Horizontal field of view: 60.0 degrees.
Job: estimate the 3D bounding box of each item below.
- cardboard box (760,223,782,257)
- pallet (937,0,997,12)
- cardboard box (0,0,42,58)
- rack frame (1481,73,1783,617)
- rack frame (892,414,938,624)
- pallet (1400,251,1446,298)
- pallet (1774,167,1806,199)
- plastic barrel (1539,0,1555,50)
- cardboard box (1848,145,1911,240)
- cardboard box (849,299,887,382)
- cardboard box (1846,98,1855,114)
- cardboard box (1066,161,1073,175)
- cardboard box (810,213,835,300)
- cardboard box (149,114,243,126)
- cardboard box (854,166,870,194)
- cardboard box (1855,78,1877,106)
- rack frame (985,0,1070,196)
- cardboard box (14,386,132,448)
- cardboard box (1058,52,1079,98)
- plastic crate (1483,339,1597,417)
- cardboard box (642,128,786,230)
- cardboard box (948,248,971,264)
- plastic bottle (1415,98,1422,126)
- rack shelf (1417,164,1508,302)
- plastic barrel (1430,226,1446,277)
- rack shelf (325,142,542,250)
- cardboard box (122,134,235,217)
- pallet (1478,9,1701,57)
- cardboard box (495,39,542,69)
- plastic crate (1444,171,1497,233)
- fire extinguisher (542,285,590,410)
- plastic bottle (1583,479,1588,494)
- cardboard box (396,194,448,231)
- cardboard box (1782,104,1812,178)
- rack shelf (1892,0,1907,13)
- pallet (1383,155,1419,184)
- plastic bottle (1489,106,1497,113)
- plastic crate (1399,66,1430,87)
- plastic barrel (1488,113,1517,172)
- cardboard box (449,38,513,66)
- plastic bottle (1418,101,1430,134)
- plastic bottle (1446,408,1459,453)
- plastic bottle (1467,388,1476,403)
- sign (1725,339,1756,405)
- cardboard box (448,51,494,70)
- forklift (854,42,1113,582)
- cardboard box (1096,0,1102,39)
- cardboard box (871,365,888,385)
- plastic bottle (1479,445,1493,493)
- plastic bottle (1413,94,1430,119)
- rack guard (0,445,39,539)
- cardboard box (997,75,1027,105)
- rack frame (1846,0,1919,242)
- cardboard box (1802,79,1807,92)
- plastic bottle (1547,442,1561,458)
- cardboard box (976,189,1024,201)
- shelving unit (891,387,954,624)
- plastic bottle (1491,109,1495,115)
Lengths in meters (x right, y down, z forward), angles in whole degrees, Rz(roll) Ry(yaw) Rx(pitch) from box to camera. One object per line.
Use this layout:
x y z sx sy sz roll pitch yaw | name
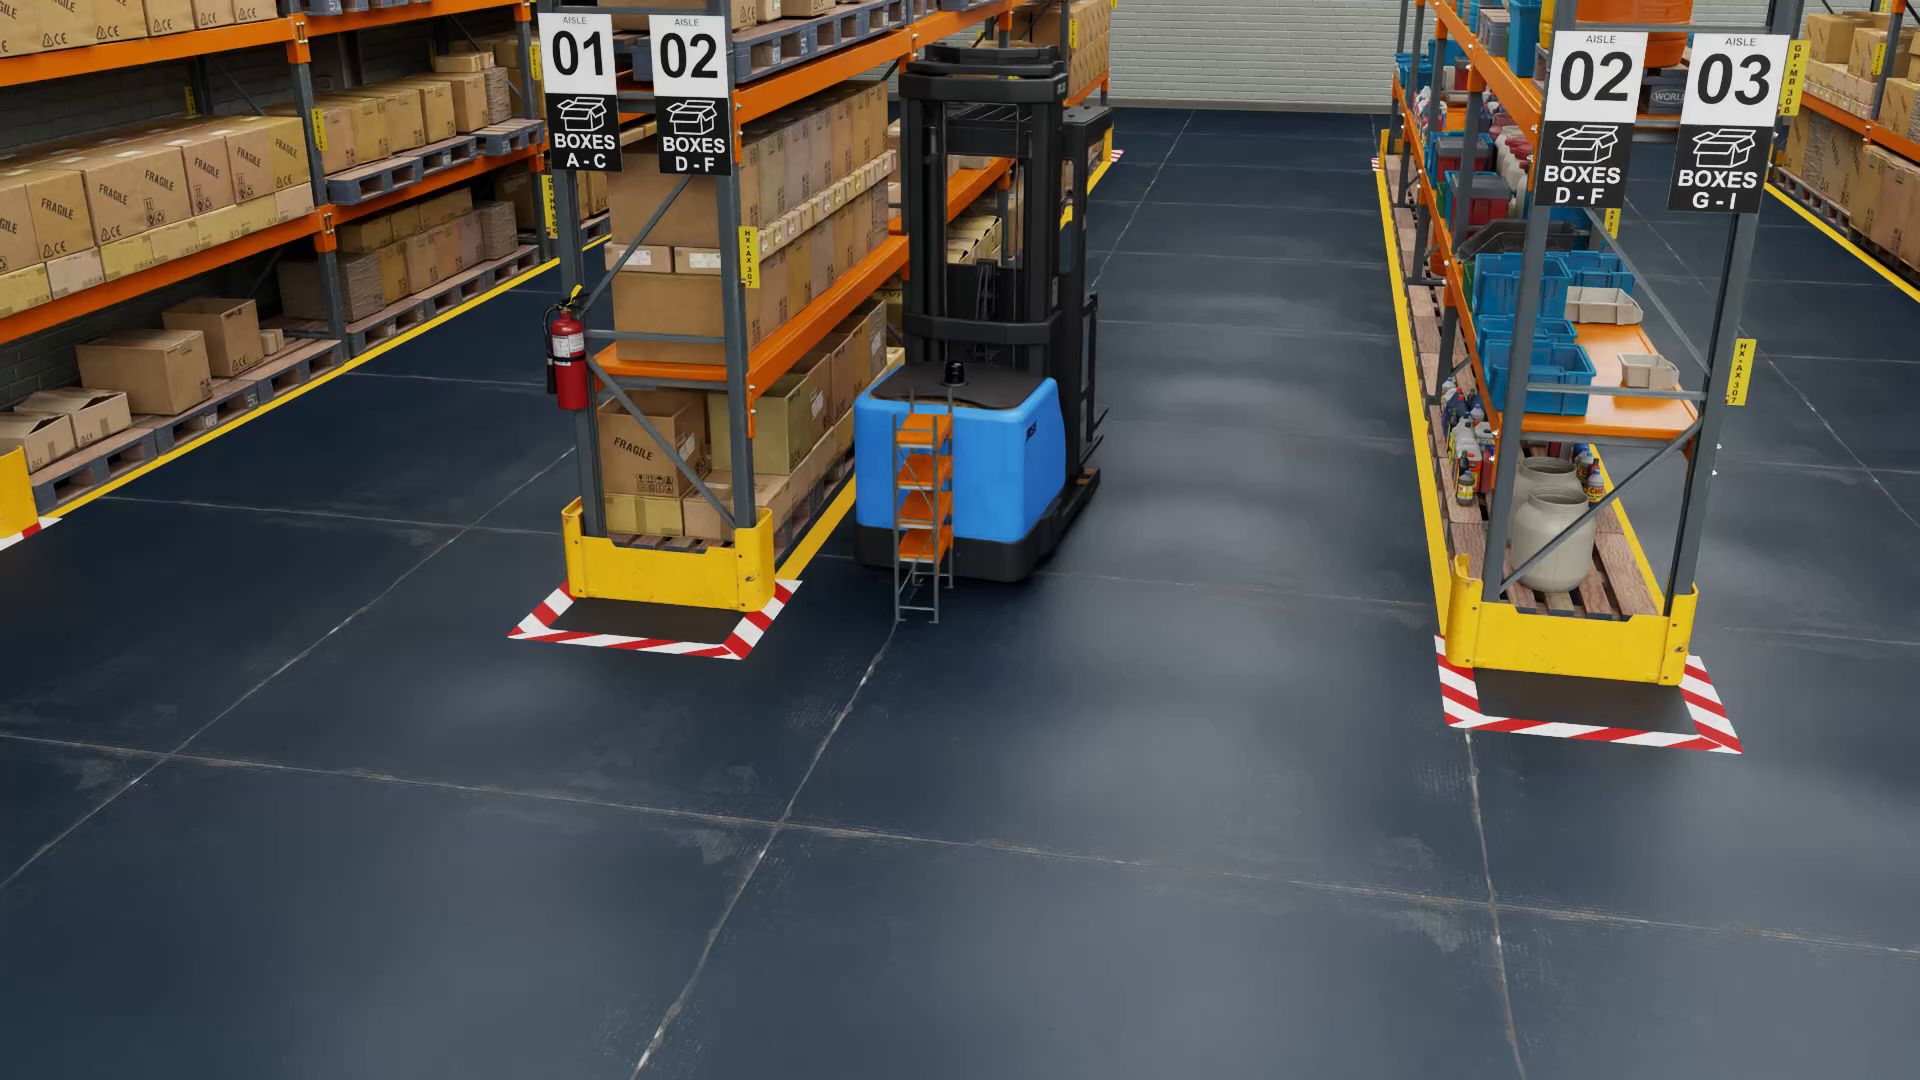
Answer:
-1.260 -1.760 9.707 0.380 0.149 0.250 5 22 11 | cardboard box
-0.298 -4.663 14.155 1.003 0.211 1.213 6 23 13 | pallet
-6.047 -3.218 10.153 0.500 0.500 0.500 6 23 14 | cardboard box
3.194 -0.719 8.124 1.000 3.000 0.127 4 22 11 | rack frame
-0.240 -0.103 9.002 0.240 1.200 0.015 3 22 9 | rack frame
4.946 -2.643 16.633 1.003 0.211 1.213 4 22 11 | pallet
11.221 -4.601 21.495 1.003 0.211 1.213 4 22 11 | pallet
3.302 -2.819 8.509 0.600 0.588 0.600 0 22 0 | plastic barrel
10.380 -3.704 17.817 1.225 0.875 0.875 5 22 11 | cardboard box
-0.833 -1.460 12.078 0.500 0.500 0.500 4 22 11 | cardboard box
10.337 -4.938 18.936 0.380 0.149 0.250 4 22 10 | cardboard box
1.258 -4.831 21.536 0.380 0.166 0.250 4 22 11 | cardboard box
-1.234 -1.880 10.874 0.700 0.500 0.500 5 23 13 | cardboard box
-5.989 -3.069 13.128 0.500 0.500 0.500 4 22 10 | cardboard box
-0.840 -2.510 11.568 0.380 0.149 0.250 4 22 11 | cardboard box
10.324 -4.980 18.506 0.500 0.250 0.500 4 22 10 | cardboard box
0.794 -5.487 19.962 1.000 3.000 0.127 4 22 11 | rack frame
-6.159 -0.886 11.548 0.500 0.311 0.500 6 23 15 | cardboard box
1.165 -5.699 20.354 0.500 0.500 0.500 5 22 12 | cardboard box
3.003 -0.856 8.663 0.499 0.251 0.616 4 22 11 | plastic crate
-1.434 -2.128 9.752 0.700 0.500 0.500 4 22 10 | cardboard box
-0.198 -2.435 14.752 0.500 0.311 0.500 5 22 12 | cardboard box
4.969 -4.627 17.984 0.061 0.283 0.133 4 22 11 | plastic bottle
4.418 -2.580 13.707 1.077 0.370 4.000 4 22 11 | rack shelf
4.909 -3.013 16.163 0.600 0.830 0.708 4 22 11 | plastic barrel
-5.281 -3.335 15.582 1.077 0.370 4.000 4 22 11 | rack shelf
-5.692 -2.662 12.118 0.500 0.500 0.500 4 22 9 | cardboard box
3.958 -3.214 10.557 1.213 0.211 1.003 4 22 11 | pallet
-4.522 -5.098 17.435 0.500 0.250 0.500 5 22 12 | cardboard box
3.930 -2.602 12.820 0.392 0.384 0.575 4 22 11 | plastic crate
-2.134 -1.054 9.060 0.296 0.674 0.183 4 22 11 | fire extinguisher
3.890 -0.302 10.246 0.097 0.201 0.097 0 22 0 | plastic bottle
-5.246 -3.133 15.871 0.500 0.250 0.500 4 22 11 | cardboard box
11.255 -5.162 21.438 0.875 0.875 0.875 4 22 11 | cardboard box
10.083 -5.056 15.841 1.077 0.370 4.000 4 22 11 | rack shelf
6.252 -4.978 22.432 1.003 0.211 1.213 4 22 11 | pallet
5.626 -4.429 17.502 0.152 0.276 0.135 4 22 11 | plastic bottle
5.756 -5.864 21.043 0.416 0.233 0.300 4 22 11 | plastic crate
5.028 -3.515 14.884 0.600 0.536 0.708 4 22 11 | plastic barrel
-5.034 -5.127 17.506 0.500 0.250 0.500 5 22 12 | cardboard box
4.862 -4.392 17.309 0.144 0.351 0.185 4 22 11 | plastic bottle
3.326 -0.736 11.213 0.061 0.283 0.133 5 23 13 | plastic bottle
3.581 -0.915 11.656 0.061 0.283 0.133 4 22 11 | plastic bottle
3.731 -0.804 7.964 0.100 0.325 0.005 4 22 11 | sign
-4.913 -4.823 16.722 0.380 0.149 0.250 2 22 4 | cardboard box
0.307 -1.640 10.502 1.130 2.935 3.031 7 23 16 | forklift
1.585 -6.901 22.002 0.500 0.500 0.500 5 22 12 | cardboard box
-0.831 -1.112 12.217 0.500 0.250 0.500 4 22 11 | cardboard box
3.322 -0.450 10.504 0.061 0.283 0.133 4 22 11 | plastic bottle
5.100 -4.776 18.363 0.152 0.276 0.135 4 22 11 | plastic bottle
-6.489 -0.343 10.535 1.175 0.500 0.348 4 22 11 | rack guard
0.369 -4.824 17.620 0.700 0.500 0.500 9 24 21 | cardboard box
10.491 -4.730 18.083 1.000 3.000 0.127 4 22 11 | rack frame
10.757 -5.689 20.800 0.380 0.149 0.250 4 22 10 | cardboard box
3.914 -0.629 10.947 0.061 0.283 0.133 4 22 11 | plastic bottle
0.452 -3.405 17.550 0.500 0.500 0.500 4 22 9 | cardboard box
-0.200 -0.193 9.226 0.258 1.200 0.503 3 22 9 | shelving unit
5.542 -4.338 17.283 0.097 0.271 0.097 0 22 0 | plastic bottle
